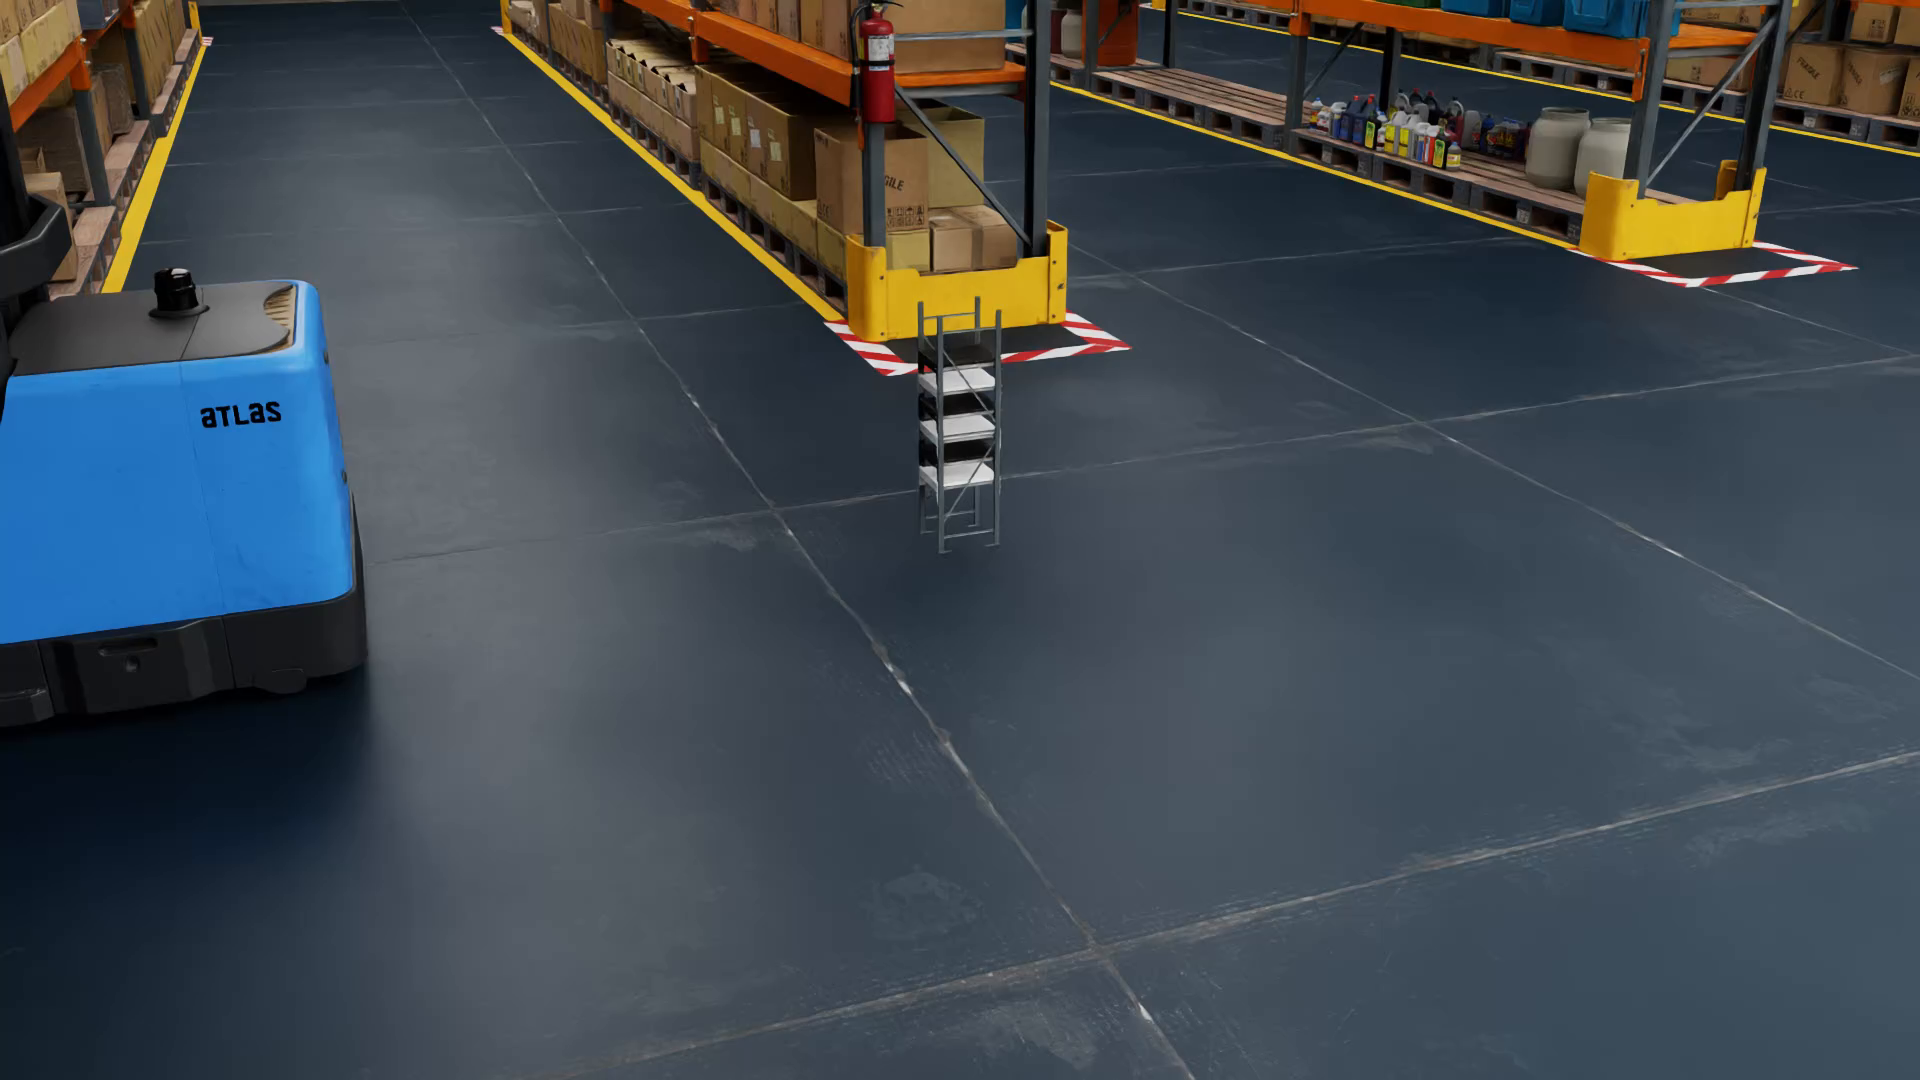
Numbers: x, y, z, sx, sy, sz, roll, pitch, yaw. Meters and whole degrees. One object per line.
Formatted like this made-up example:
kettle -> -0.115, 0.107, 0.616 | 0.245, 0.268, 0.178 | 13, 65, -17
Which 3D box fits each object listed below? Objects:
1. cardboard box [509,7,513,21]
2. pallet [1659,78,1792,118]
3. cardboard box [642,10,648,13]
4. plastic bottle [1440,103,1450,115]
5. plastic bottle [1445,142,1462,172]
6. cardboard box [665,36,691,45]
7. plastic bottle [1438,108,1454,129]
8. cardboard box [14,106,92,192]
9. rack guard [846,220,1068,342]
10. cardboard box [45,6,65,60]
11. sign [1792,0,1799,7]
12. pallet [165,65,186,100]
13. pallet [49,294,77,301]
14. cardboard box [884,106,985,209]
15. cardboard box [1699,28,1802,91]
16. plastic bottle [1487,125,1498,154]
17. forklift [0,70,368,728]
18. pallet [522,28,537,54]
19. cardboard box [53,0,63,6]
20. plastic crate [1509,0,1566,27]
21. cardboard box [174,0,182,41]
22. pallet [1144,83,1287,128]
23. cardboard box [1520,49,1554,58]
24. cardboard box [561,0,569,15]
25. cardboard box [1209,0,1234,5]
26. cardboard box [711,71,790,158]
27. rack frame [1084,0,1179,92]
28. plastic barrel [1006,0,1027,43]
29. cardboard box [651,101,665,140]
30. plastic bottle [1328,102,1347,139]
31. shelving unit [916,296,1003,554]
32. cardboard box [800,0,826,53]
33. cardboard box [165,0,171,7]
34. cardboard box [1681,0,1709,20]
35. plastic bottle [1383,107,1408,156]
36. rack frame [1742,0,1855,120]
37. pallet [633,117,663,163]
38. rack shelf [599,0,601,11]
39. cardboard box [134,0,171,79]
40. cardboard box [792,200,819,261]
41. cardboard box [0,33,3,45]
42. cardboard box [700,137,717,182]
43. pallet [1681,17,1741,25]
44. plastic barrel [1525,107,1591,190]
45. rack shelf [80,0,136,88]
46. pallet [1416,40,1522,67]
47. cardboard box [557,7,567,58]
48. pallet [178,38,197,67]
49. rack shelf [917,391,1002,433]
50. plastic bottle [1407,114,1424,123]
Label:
cardboard box -> -5.757, -6.984, 22.039 | 0.380, 0.166, 0.250 | -8, 24, -19
pallet -> 7.560, -4.372, 16.351 | 1.003, 0.211, 1.213 | -8, 24, -19
cardboard box -> -3.472, -5.471, 18.021 | 0.500, 0.500, 0.500 | -8, 24, -18
plastic bottle -> 3.864, -3.328, 13.215 | 0.061, 0.283, 0.133 | -7, 24, -15
plastic bottle -> 3.557, -2.762, 11.977 | 0.097, 0.201, 0.097 | 0, 23, 0
cardboard box -> -2.430, -4.498, 15.338 | 0.500, 0.311, 0.500 | -8, 24, -18
plastic bottle -> 3.795, -3.241, 13.008 | 0.061, 0.283, 0.133 | -8, 24, -19
cardboard box -> -6.341, -2.651, 11.331 | 0.700, 0.500, 0.500 | -7, 24, -17
rack guard -> -0.011, -1.402, 8.934 | 1.175, 0.500, 0.348 | -8, 24, -19
cardboard box -> -5.254, -2.782, 9.156 | 0.500, 0.250, 0.500 | -8, 24, -19
sign -> 5.132, -3.443, 10.200 | 0.100, 0.325, 0.005 | -8, 24, -19
pallet -> -8.548, -4.687, 17.099 | 1.003, 0.211, 1.213 | -8, 24, -19
pallet -> -4.933, -0.925, 8.172 | 1.003, 0.211, 1.213 | -8, 24, -19
cardboard box -> -0.179, -2.242, 9.741 | 0.500, 0.500, 0.500 | -8, 24, -19
cardboard box -> 7.640, -4.651, 16.075 | 0.700, 0.500, 0.500 | -10, 25, -23
plastic bottle -> 4.076, -3.053, 12.668 | 0.097, 0.201, 0.097 | 0, 23, 0
forklift -> -3.424, -0.882, 4.569 | 3.031, 2.935, 1.130 | -8, 24, -18
pallet -> -4.935, -6.332, 21.001 | 1.003, 0.211, 1.213 | -8, 24, -19
cardboard box -> -5.427, -3.311, 9.446 | 0.500, 0.500, 0.500 | -8, 24, -19
plastic crate -> 3.935, -3.550, 11.003 | 0.499, 0.251, 0.408 | -8, 24, -19
cardboard box -> -9.608, -6.132, 19.615 | 0.700, 0.500, 0.500 | -9, 25, -21
pallet -> 2.454, -4.134, 15.786 | 1.003, 0.211, 1.213 | -8, 24, -19
cardboard box -> 6.679, -5.638, 18.416 | 0.700, 0.500, 0.500 | -10, 25, -22
cardboard box -> -3.962, -5.747, 17.710 | 0.500, 0.250, 0.500 | -8, 24, -19
cardboard box -> 4.220, -8.397, 24.505 | 0.875, 0.875, 0.875 | -8, 24, -19
cardboard box -> -1.377, -2.896, 11.294 | 0.500, 0.500, 0.500 | -8, 24, -19
rack frame -> 1.790, -6.148, 16.975 | 1.000, 3.000, 0.127 | -8, 24, -19
plastic barrel -> 0.803, -6.371, 19.664 | 0.600, 0.901, 0.708 | -8, 24, -19
cardboard box -> -2.208, -3.424, 13.510 | 0.500, 0.250, 0.500 | -8, 24, -18
plastic bottle -> 3.045, -3.353, 13.283 | 0.152, 0.276, 0.135 | -7, 24, -17
shelving unit -> -0.003, -0.418, 6.082 | 0.258, 0.900, 0.210 | -8, 24, -19
cardboard box -> -0.532, -3.152, 9.737 | 0.700, 0.500, 0.500 | -8, 24, -19
cardboard box -> -9.010, -6.018, 18.509 | 0.380, 0.149, 0.250 | -8, 24, -17
cardboard box -> 10.085, -7.281, 22.341 | 0.500, 0.500, 0.500 | -8, 24, -18
plastic bottle -> 3.317, -3.104, 12.595 | 0.144, 0.351, 0.185 | -9, 24, -19
rack frame -> 7.837, -5.374, 15.139 | 1.000, 3.000, 0.127 | -8, 24, -19
pallet -> -2.164, -3.438, 14.135 | 1.003, 0.211, 1.213 | -8, 24, -19
rack shelf -> -3.552, -5.865, 17.230 | 1.077, 0.370, 4.000 | -8, 24, -19
cardboard box -> -8.223, -4.904, 16.251 | 0.750, 0.750, 0.750 | -8, 24, -17
cardboard box -> -0.673, -1.824, 9.715 | 0.500, 0.250, 0.500 | -8, 24, -19
cardboard box -> -4.540, -2.382, 7.242 | 0.500, 0.500, 0.500 | -8, 24, -19
cardboard box -> -1.552, -2.733, 11.871 | 0.500, 0.250, 0.500 | -8, 24, -19
pallet -> 10.397, -6.913, 22.380 | 1.003, 0.211, 1.213 | -8, 24, -19
plastic barrel -> 4.135, -2.699, 11.454 | 0.421, 0.512, 0.421 | 0, 23, 0
rack shelf -> -6.772, -3.731, 12.165 | 1.077, 0.370, 4.000 | -8, 24, -19
pallet -> 6.216, -5.840, 19.833 | 1.003, 0.211, 1.213 | -8, 24, -19
cardboard box -> -4.117, -5.573, 18.261 | 0.500, 0.500, 0.500 | -8, 24, -18
pallet -> -9.522, -5.688, 19.474 | 1.003, 0.211, 1.213 | -8, 24, -19
rack shelf -> -0.003, -0.470, 6.060 | 0.258, 0.077, 0.200 | -8, 24, -19
plastic bottle -> 3.446, -3.099, 12.680 | 0.152, 0.276, 0.135 | -8, 24, -19
